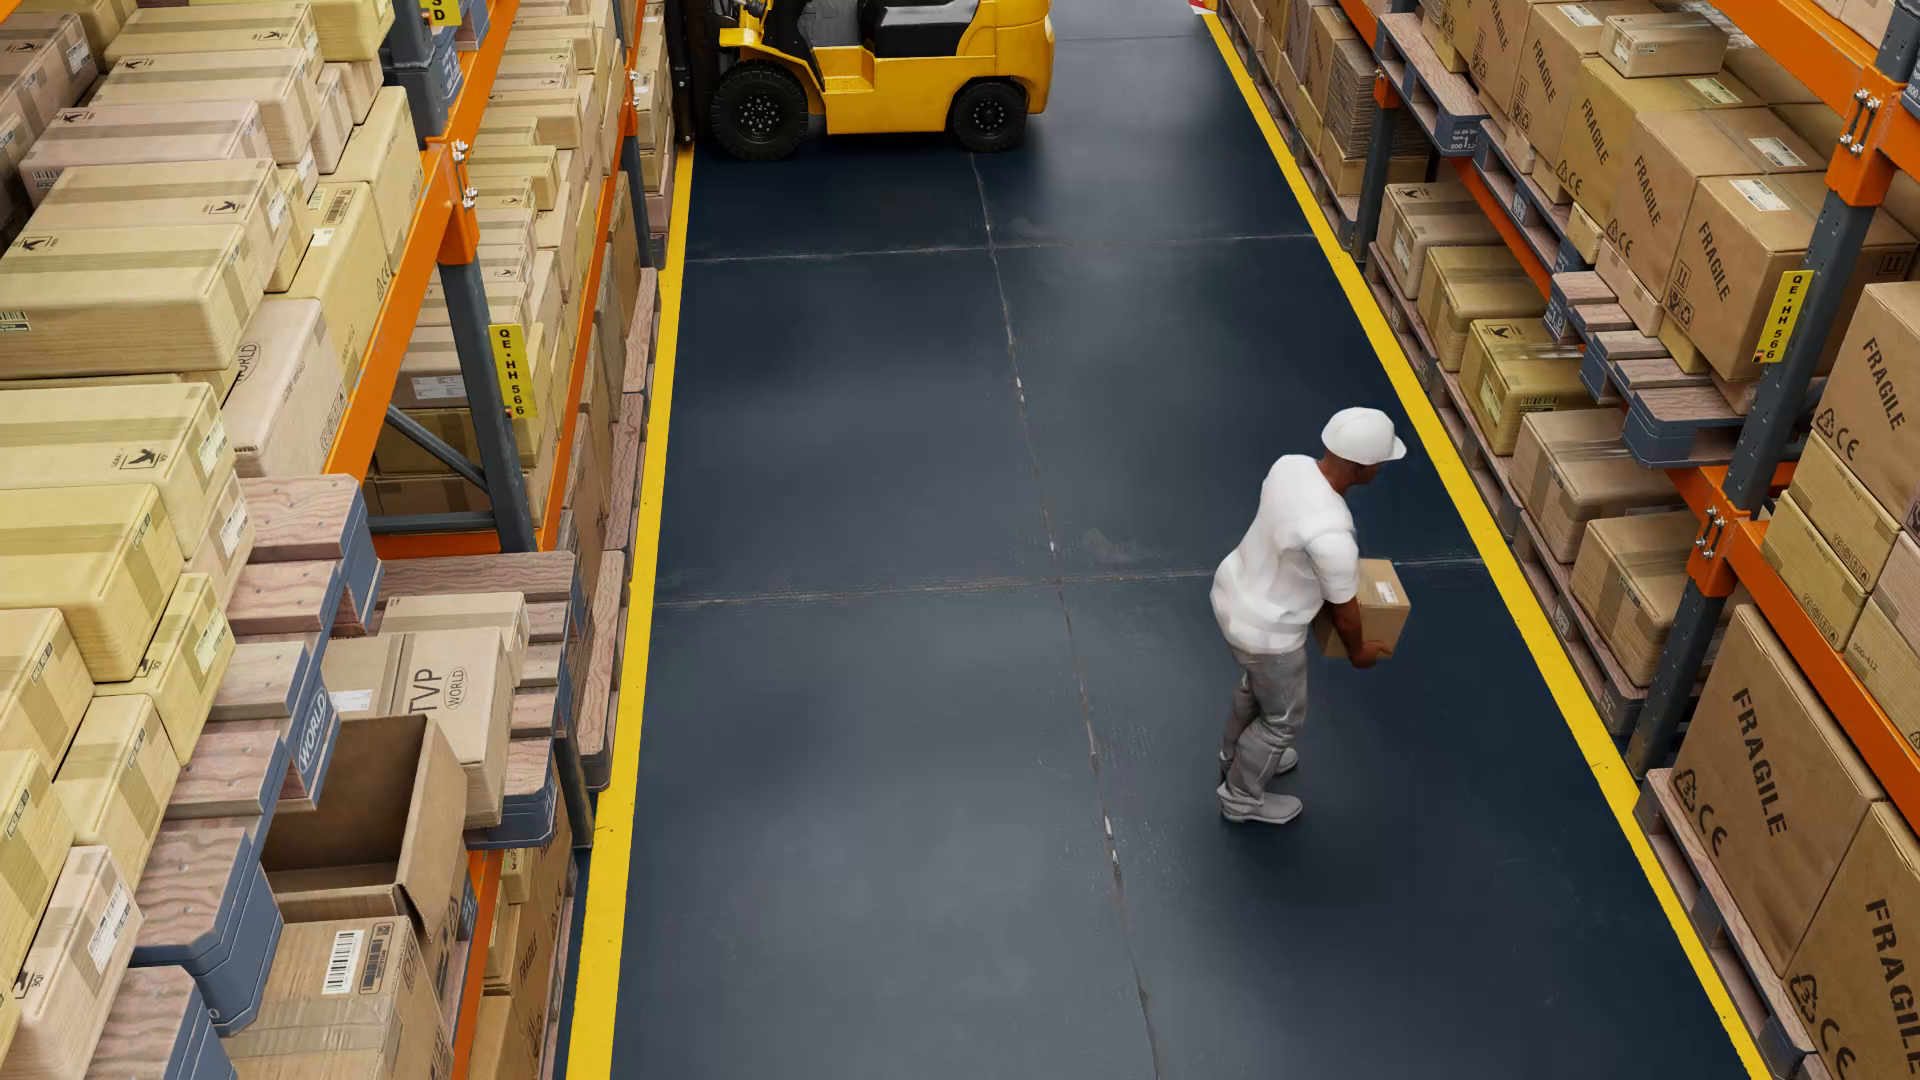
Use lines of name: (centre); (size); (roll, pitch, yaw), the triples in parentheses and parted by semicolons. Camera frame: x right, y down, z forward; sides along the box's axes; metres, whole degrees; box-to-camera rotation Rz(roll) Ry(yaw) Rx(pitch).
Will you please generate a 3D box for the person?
person: (1.189, 0.263, 5.846); (0.610, 1.718, 0.498); (-4, 39, -5)
